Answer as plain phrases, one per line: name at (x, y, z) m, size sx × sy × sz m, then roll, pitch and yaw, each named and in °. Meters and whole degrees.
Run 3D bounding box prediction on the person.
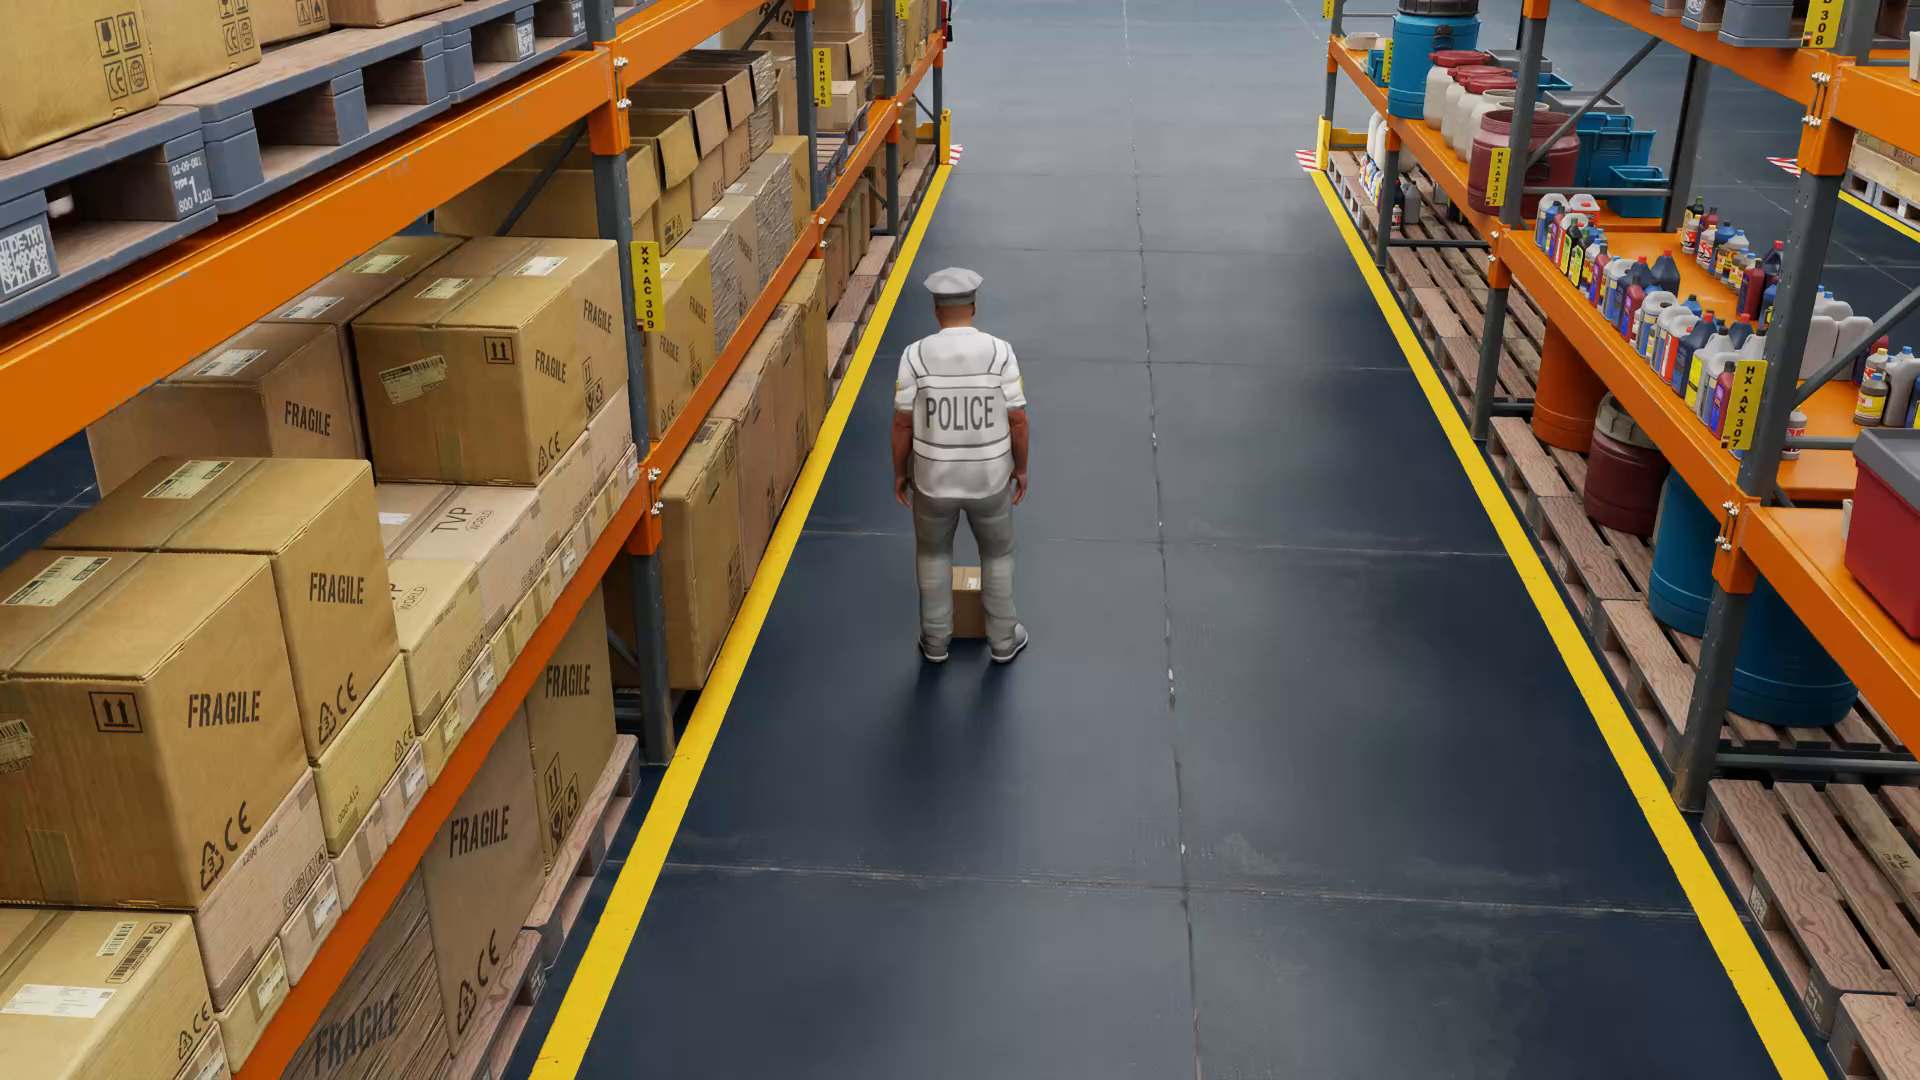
person at (0.010, -0.279, 7.211) m, size 0.606 × 1.747 × 0.439 m, roll 0°, pitch 24°, yaw 0°
